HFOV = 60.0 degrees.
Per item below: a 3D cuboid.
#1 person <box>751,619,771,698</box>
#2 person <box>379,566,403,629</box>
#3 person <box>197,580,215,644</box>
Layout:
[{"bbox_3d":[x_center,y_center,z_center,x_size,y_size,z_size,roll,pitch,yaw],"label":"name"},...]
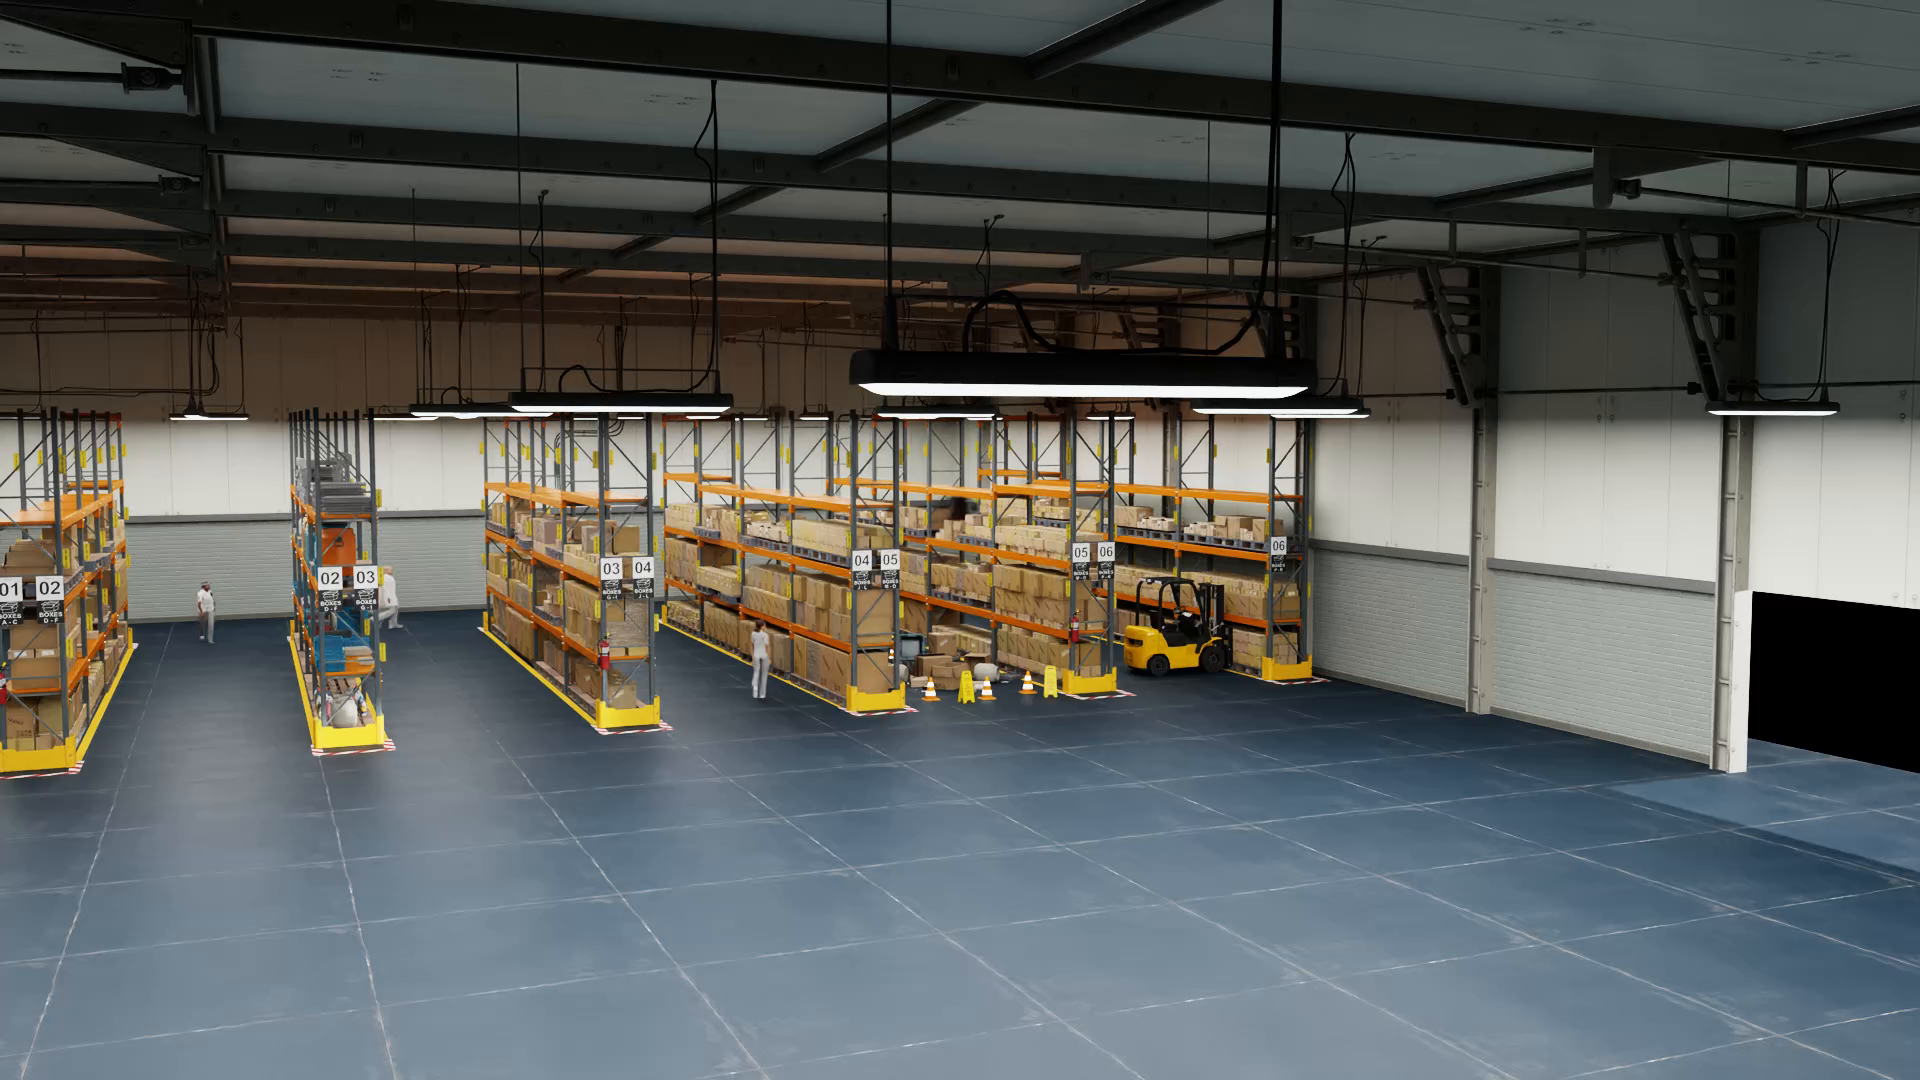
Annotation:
[{"bbox_3d":[-4.139,2.463,34.467,0.442,1.661,0.523,1,4,10],"label":"person"},{"bbox_3d":[-15.926,1.595,46.235,0.790,1.747,0.606,-2,4,-24],"label":"person"},{"bbox_3d":[-19.657,1.863,43.376,0.426,1.643,0.920,-2,5,-28],"label":"person"}]
